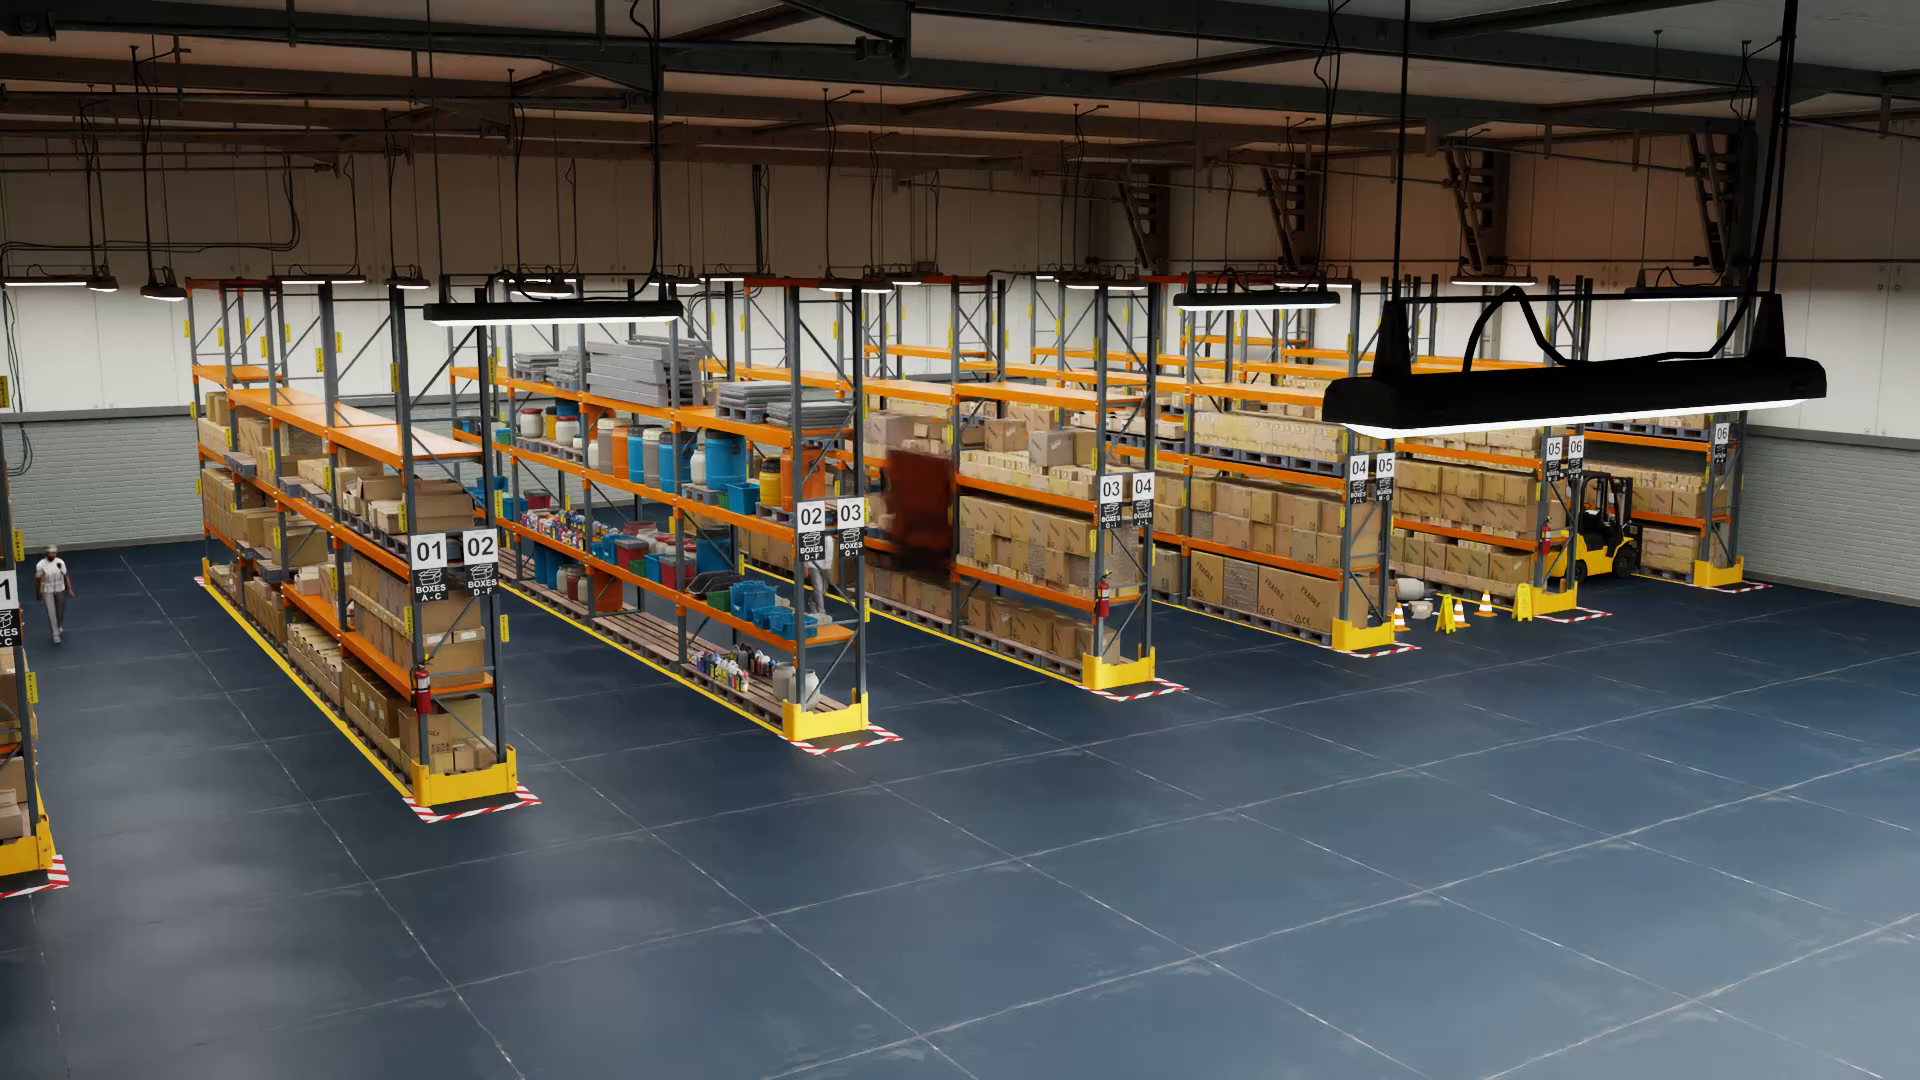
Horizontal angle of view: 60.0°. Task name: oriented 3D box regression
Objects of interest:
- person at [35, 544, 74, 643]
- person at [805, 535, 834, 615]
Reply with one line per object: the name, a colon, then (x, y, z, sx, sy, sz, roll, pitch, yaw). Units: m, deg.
person: (-15.216, 0.855, 27.933, 0.541, 1.620, 1.021, -7, 12, -34)
person: (-2.407, 0.463, 28.365, 0.551, 1.778, 0.888, -7, 12, -35)
